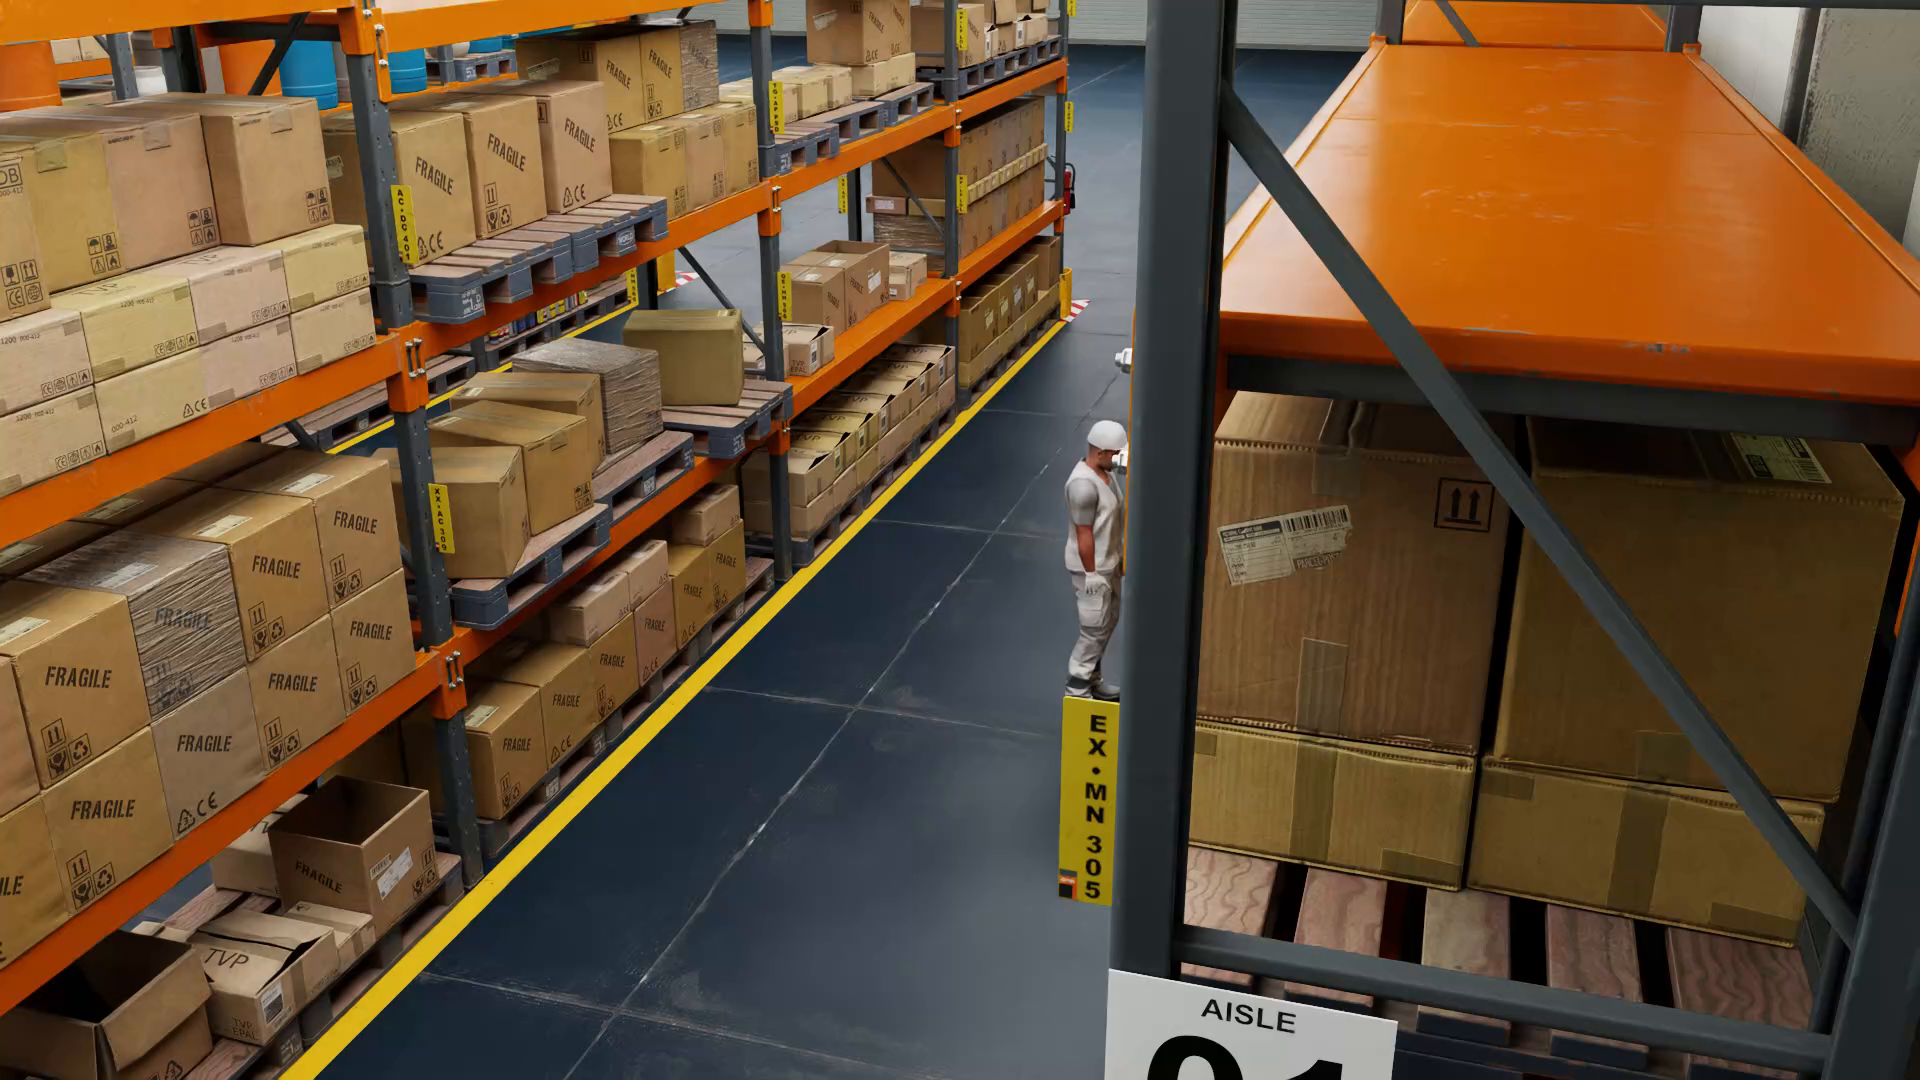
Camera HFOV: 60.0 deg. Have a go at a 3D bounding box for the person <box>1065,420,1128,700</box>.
[{"bbox_3d":[0.807,0.151,9.694,0.371,1.773,0.530,7,23,17],"label":"person"}]
